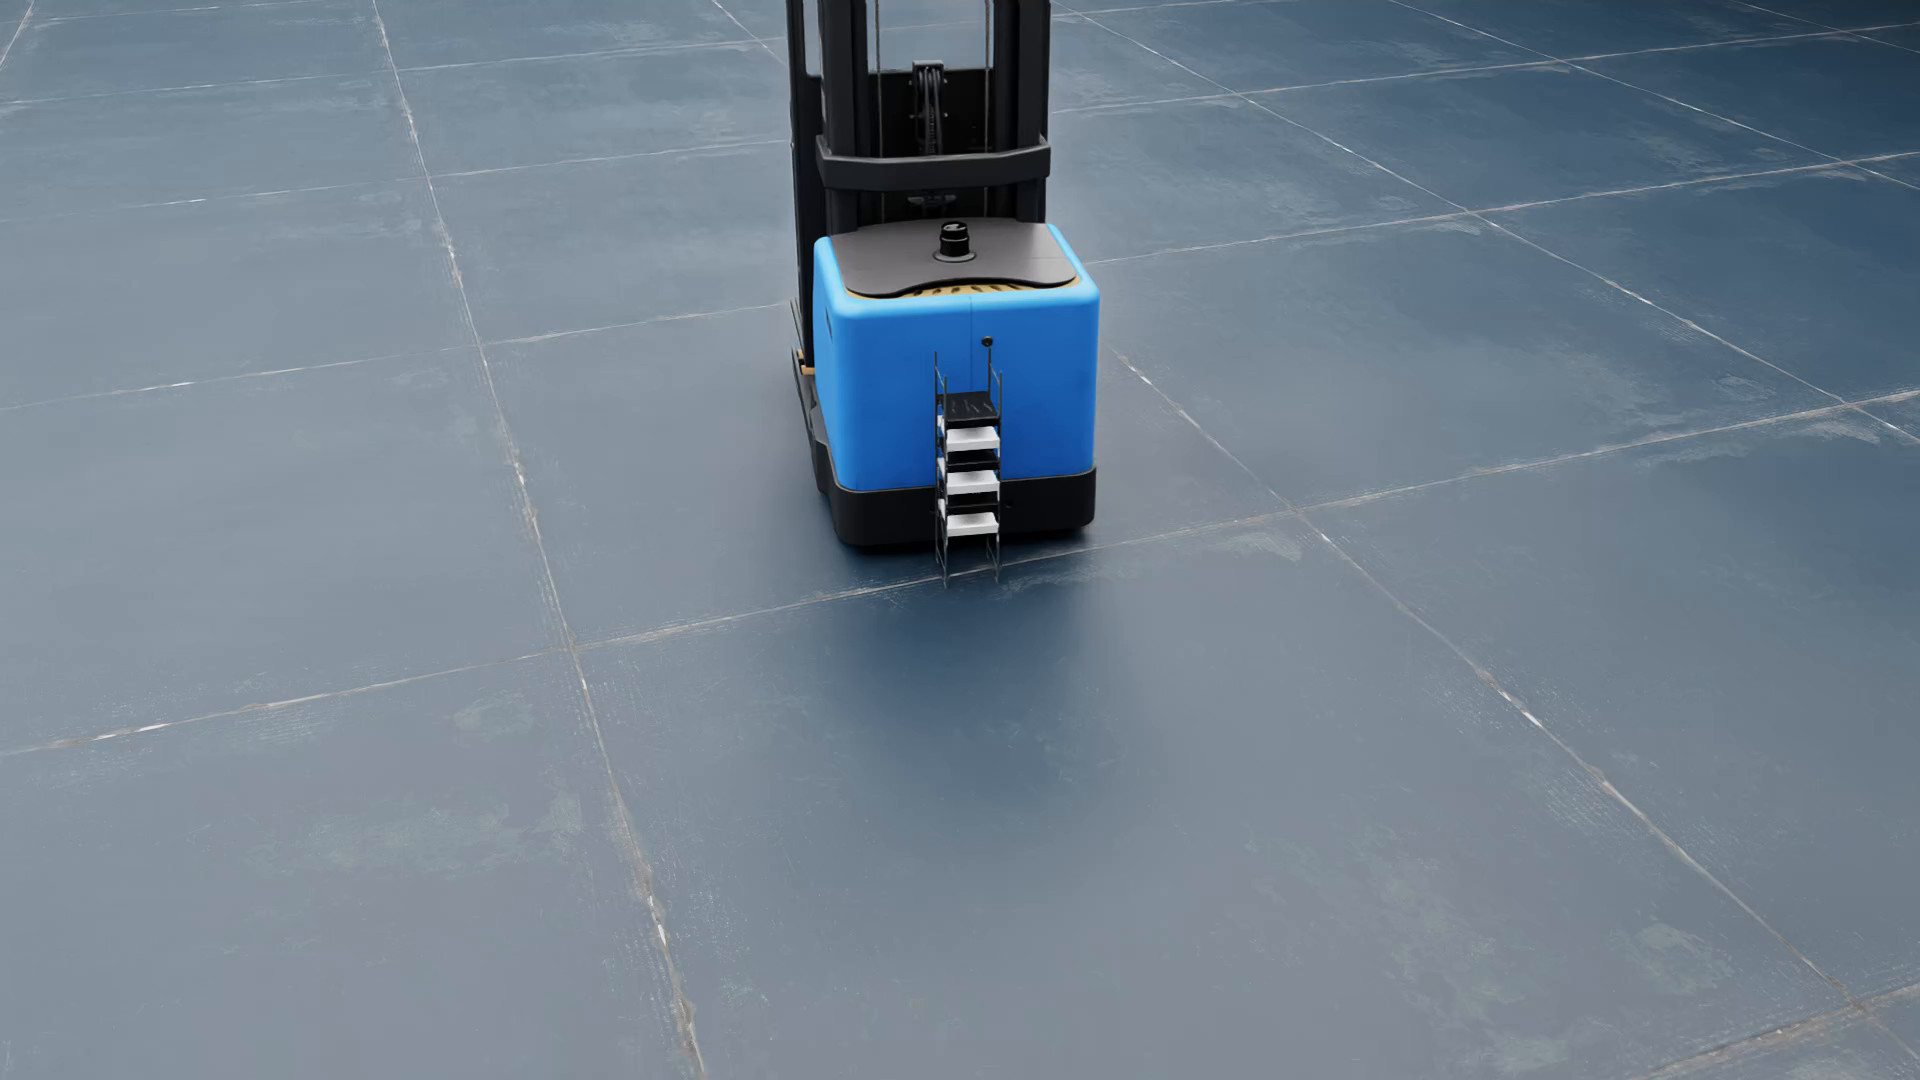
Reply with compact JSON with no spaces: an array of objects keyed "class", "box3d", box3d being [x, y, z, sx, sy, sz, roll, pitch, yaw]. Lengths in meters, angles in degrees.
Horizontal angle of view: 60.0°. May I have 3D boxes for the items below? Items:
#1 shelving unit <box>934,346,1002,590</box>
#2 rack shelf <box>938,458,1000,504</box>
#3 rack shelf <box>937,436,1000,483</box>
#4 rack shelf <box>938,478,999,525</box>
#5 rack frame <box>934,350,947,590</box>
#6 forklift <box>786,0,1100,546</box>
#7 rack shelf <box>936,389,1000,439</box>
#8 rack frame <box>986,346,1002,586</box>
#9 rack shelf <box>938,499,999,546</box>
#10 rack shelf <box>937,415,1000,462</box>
[{"class":"shelving unit","box3d":[0.028,-0.264,6.304,0.210,0.900,0.258,-5,30,-8]},{"class":"rack shelf","box3d":[0.028,-0.235,6.320,0.200,0.077,0.258,-5,30,-8]},{"class":"rack shelf","box3d":[0.028,-0.313,6.275,0.200,0.077,0.258,-5,30,-8]},{"class":"rack shelf","box3d":[0.028,-0.157,6.365,0.200,0.077,0.258,-5,30,-8]},{"class":"rack frame","box3d":[-0.072,-0.256,6.289,0.006,0.900,0.240,-5,30,-8]},{"class":"forklift","box3d":[-0.211,-1.961,7.232,1.130,2.935,3.031,-5,30,-8]},{"class":"rack shelf","box3d":[0.028,-0.469,6.186,0.200,0.077,0.258,-5,30,-8]},{"class":"rack frame","box3d":[0.128,-0.273,6.319,0.006,0.900,0.240,-5,30,-8]},{"class":"rack shelf","box3d":[0.028,-0.079,6.410,0.200,0.077,0.258,-5,30,-8]},{"class":"rack shelf","box3d":[0.028,-0.391,6.231,0.200,0.077,0.258,-5,30,-8]}]
